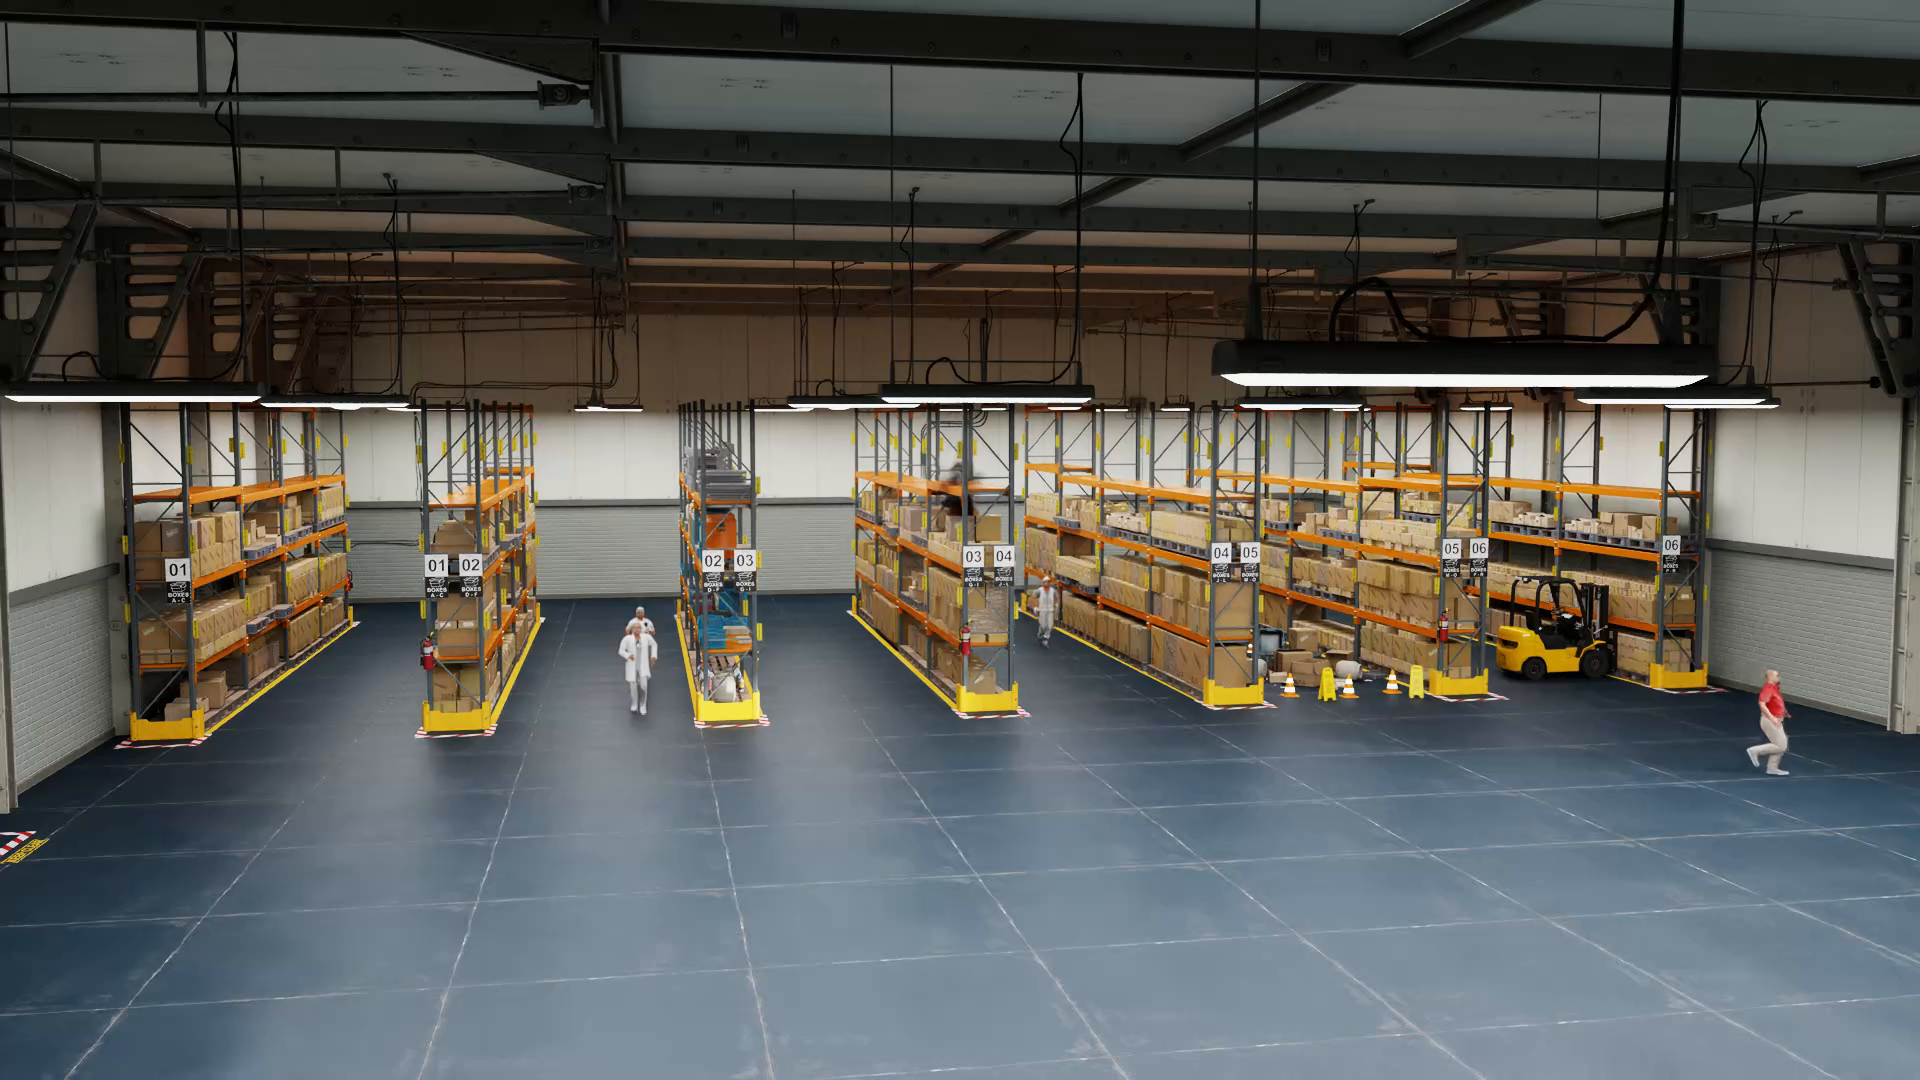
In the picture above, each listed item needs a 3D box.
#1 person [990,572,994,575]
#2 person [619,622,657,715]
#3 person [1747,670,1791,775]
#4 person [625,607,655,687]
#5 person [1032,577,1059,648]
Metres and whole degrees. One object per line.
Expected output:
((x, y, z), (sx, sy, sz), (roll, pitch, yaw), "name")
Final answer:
((0.992, 1.171, 49.136), (0.932, 1.635, 0.605), (-3, 5, -36), "person")
((-6.131, 2.463, 31.698), (0.730, 1.815, 0.766), (-1, 4, -14), "person")
((12.853, 2.892, 26.412), (0.622, 1.676, 0.679), (2, 5, 25), "person")
((-6.773, 2.240, 35.252), (0.619, 1.638, 0.843), (-1, 4, -13), "person")
((2.132, 1.769, 40.808), (0.669, 1.749, 0.584), (-1, 4, -12), "person")
